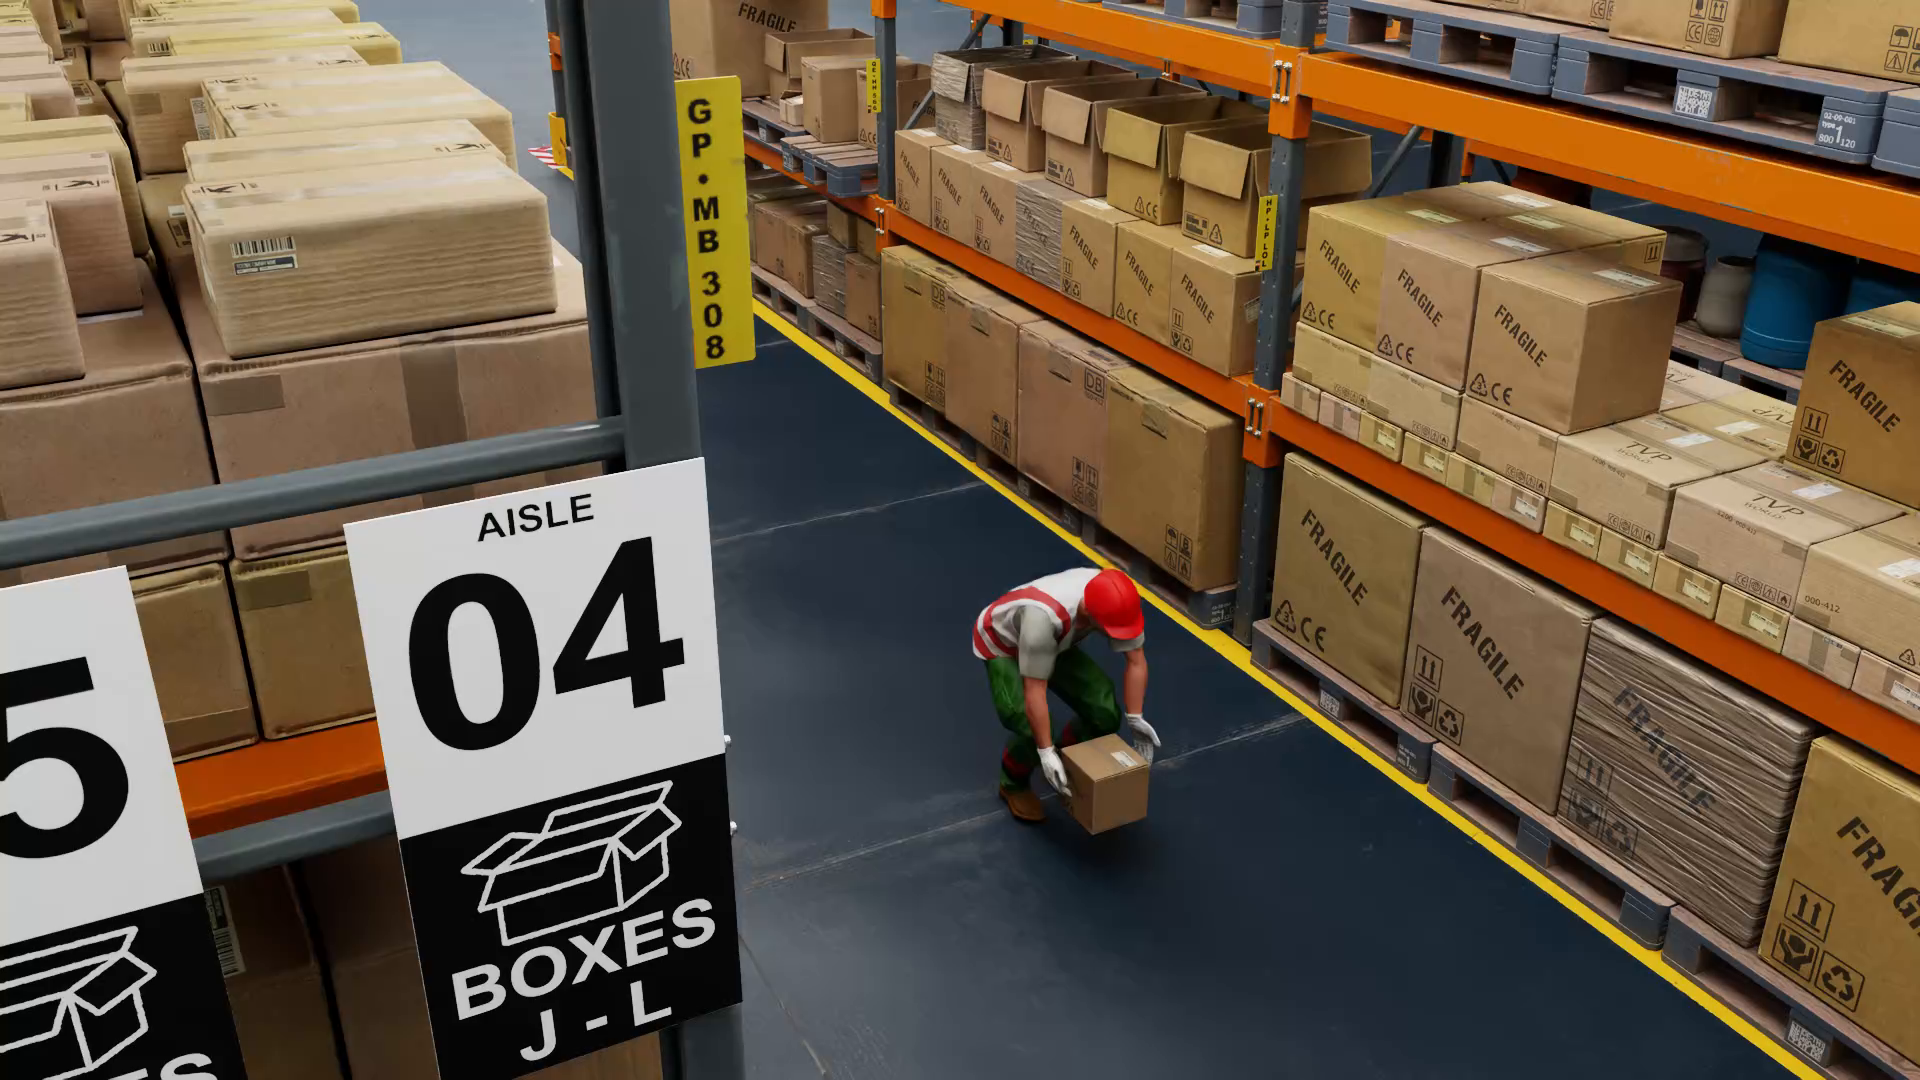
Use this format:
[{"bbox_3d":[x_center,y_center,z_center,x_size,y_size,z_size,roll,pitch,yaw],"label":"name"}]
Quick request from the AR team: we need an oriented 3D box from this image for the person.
[{"bbox_3d":[0.418,0.546,6.633,0.580,1.186,0.845,-13,28,-25],"label":"person"}]
